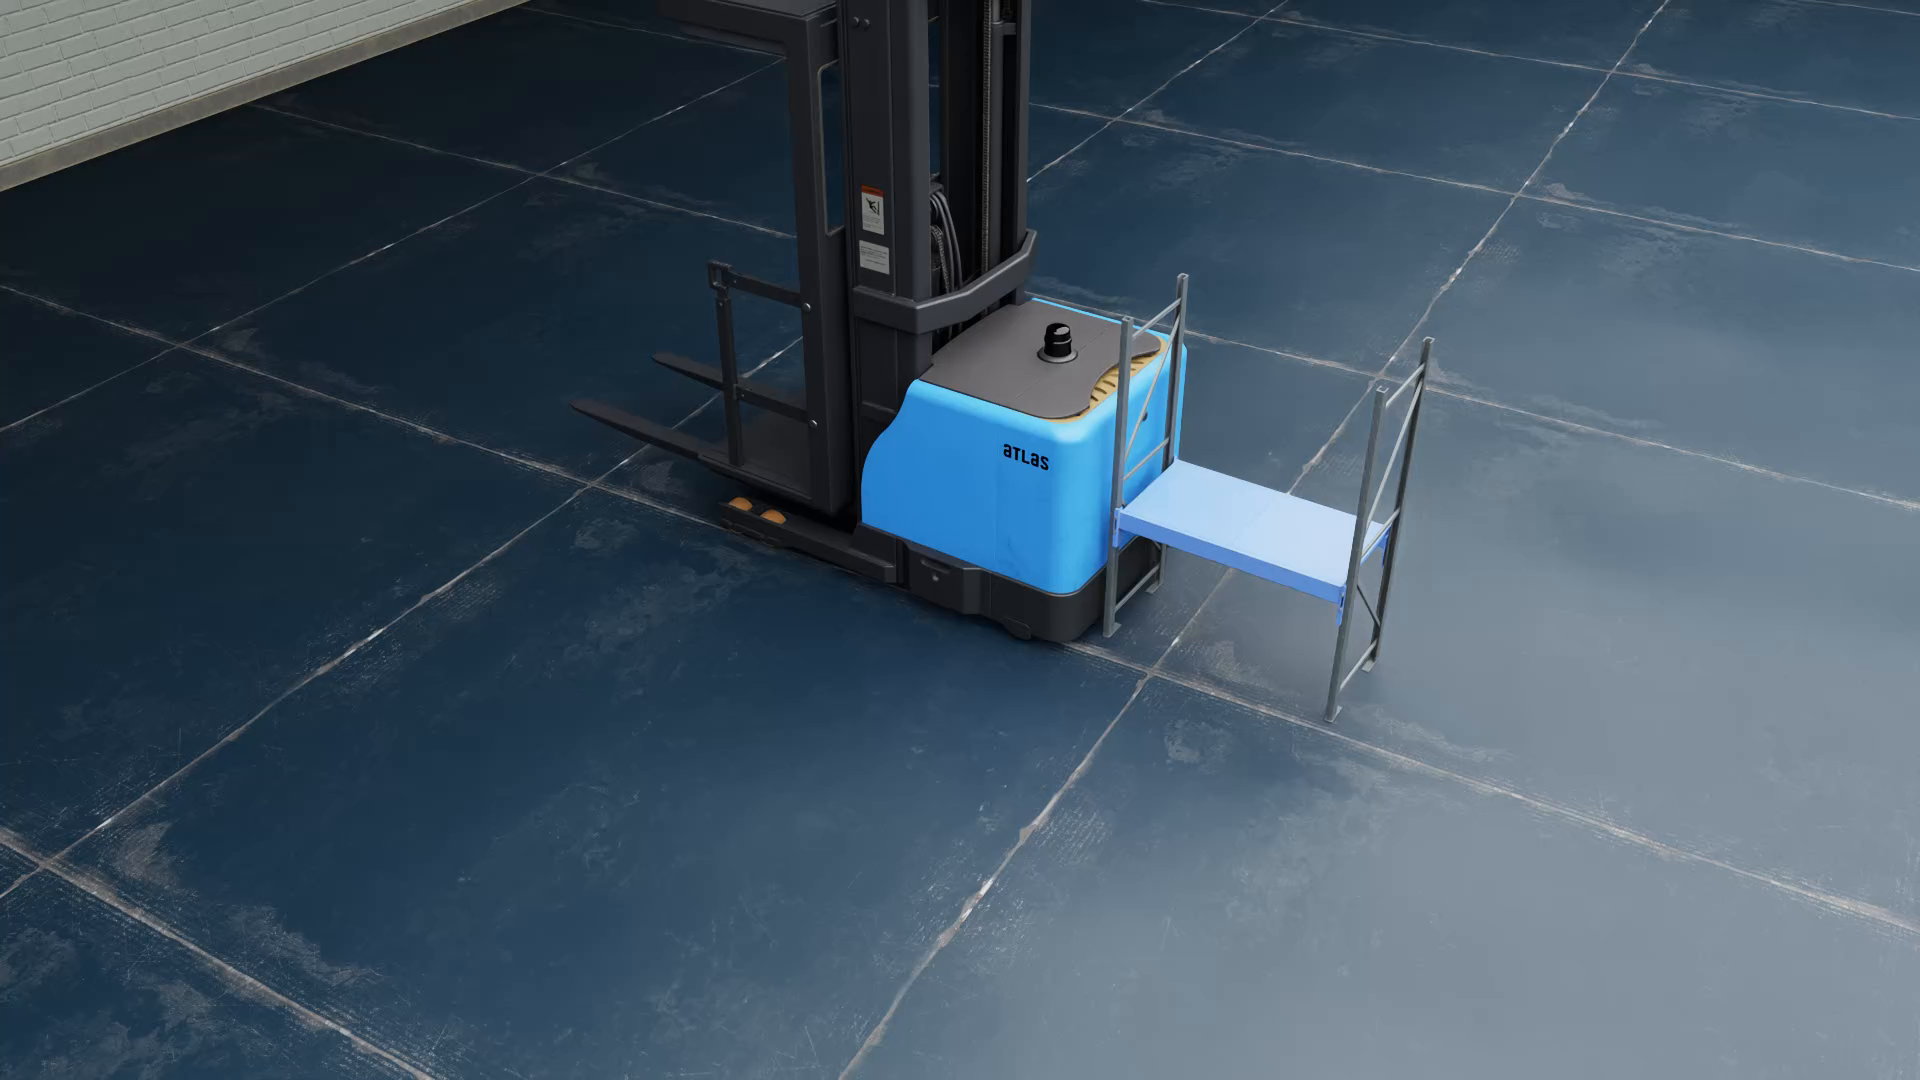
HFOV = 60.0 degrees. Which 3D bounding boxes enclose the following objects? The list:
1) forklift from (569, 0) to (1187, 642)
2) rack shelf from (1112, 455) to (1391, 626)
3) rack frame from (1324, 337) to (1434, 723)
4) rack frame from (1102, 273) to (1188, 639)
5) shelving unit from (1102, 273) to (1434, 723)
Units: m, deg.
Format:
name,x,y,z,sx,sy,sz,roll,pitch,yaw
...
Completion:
name,x,y,z,sx,sy,sz,roll,pitch,yaw
forklift,-0.526,-1.413,7.228,3.031,2.935,1.130,20,39,27
rack shelf,1.186,-0.017,6.747,1.000,0.185,0.538,20,39,27
rack frame,1.610,-0.011,6.414,0.032,1.500,0.500,20,39,27
rack frame,0.762,-0.322,6.880,0.032,1.500,0.500,20,39,27
shelving unit,1.186,-0.166,6.647,1.048,1.500,0.538,20,39,27
